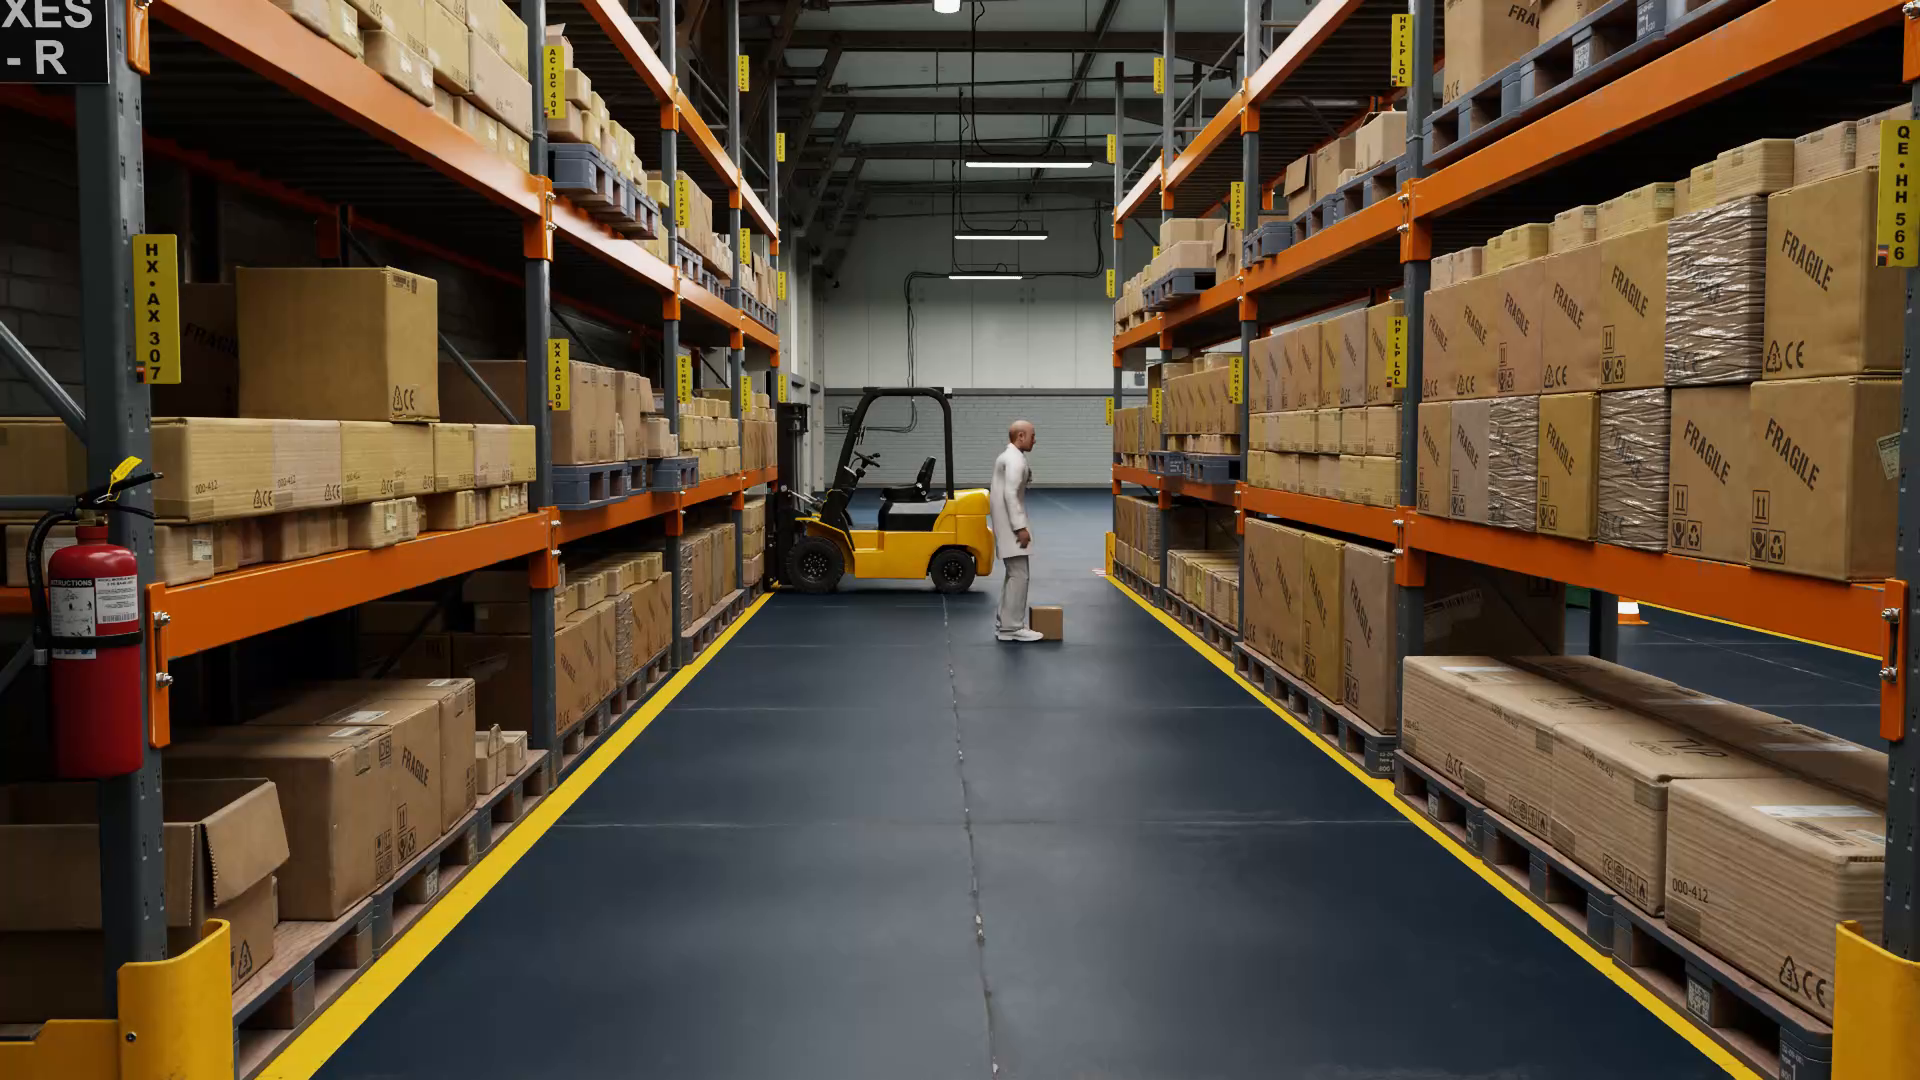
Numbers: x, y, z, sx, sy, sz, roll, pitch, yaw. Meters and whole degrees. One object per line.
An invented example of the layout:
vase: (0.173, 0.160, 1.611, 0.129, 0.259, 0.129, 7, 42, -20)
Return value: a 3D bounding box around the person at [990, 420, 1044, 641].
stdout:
person: (0.455, -0.085, 13.528, 0.424, 1.774, 0.644, 0, 4, -1)
